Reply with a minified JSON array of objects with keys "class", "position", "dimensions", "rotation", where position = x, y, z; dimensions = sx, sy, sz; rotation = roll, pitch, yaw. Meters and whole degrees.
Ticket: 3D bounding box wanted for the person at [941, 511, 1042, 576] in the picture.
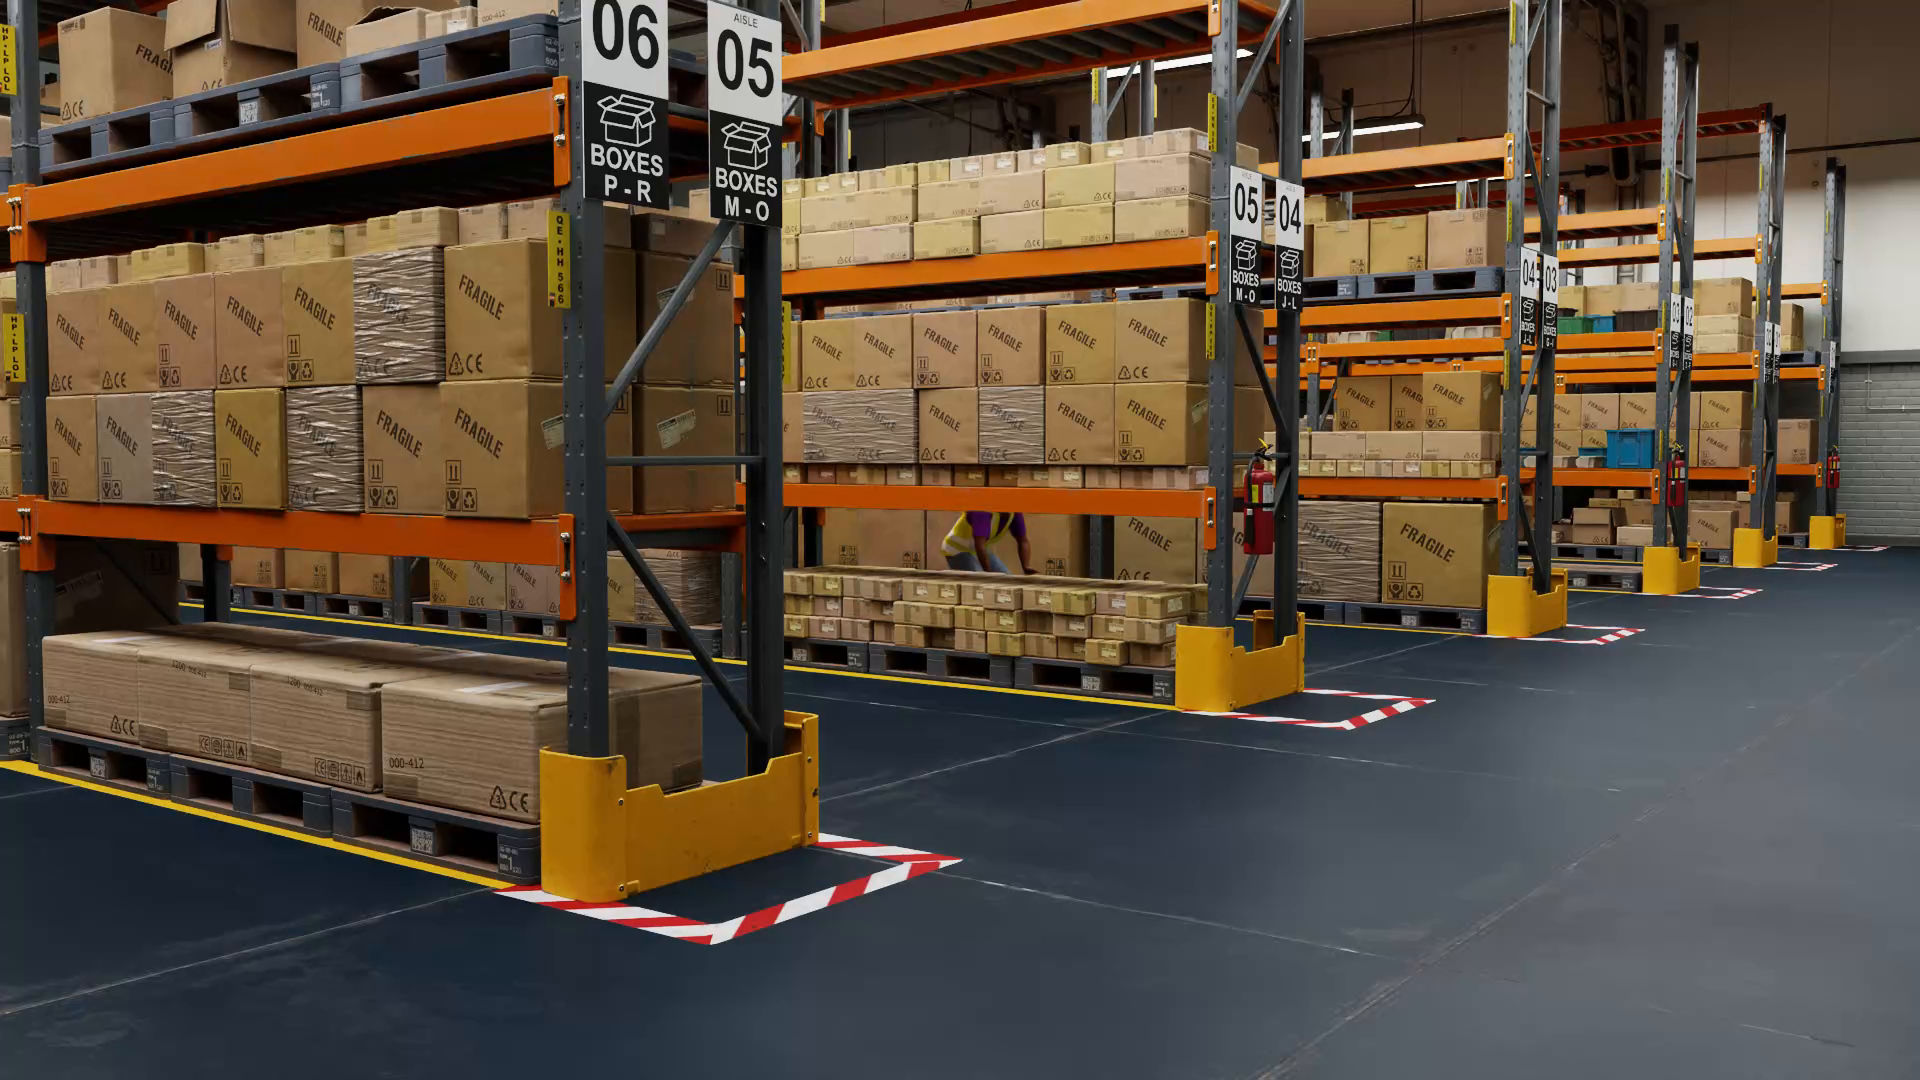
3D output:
[{"class":"person","position":[0.252,0.150,13.332],"dimensions":[0.792,1.343,0.631],"rotation":[3,4,43]}]
